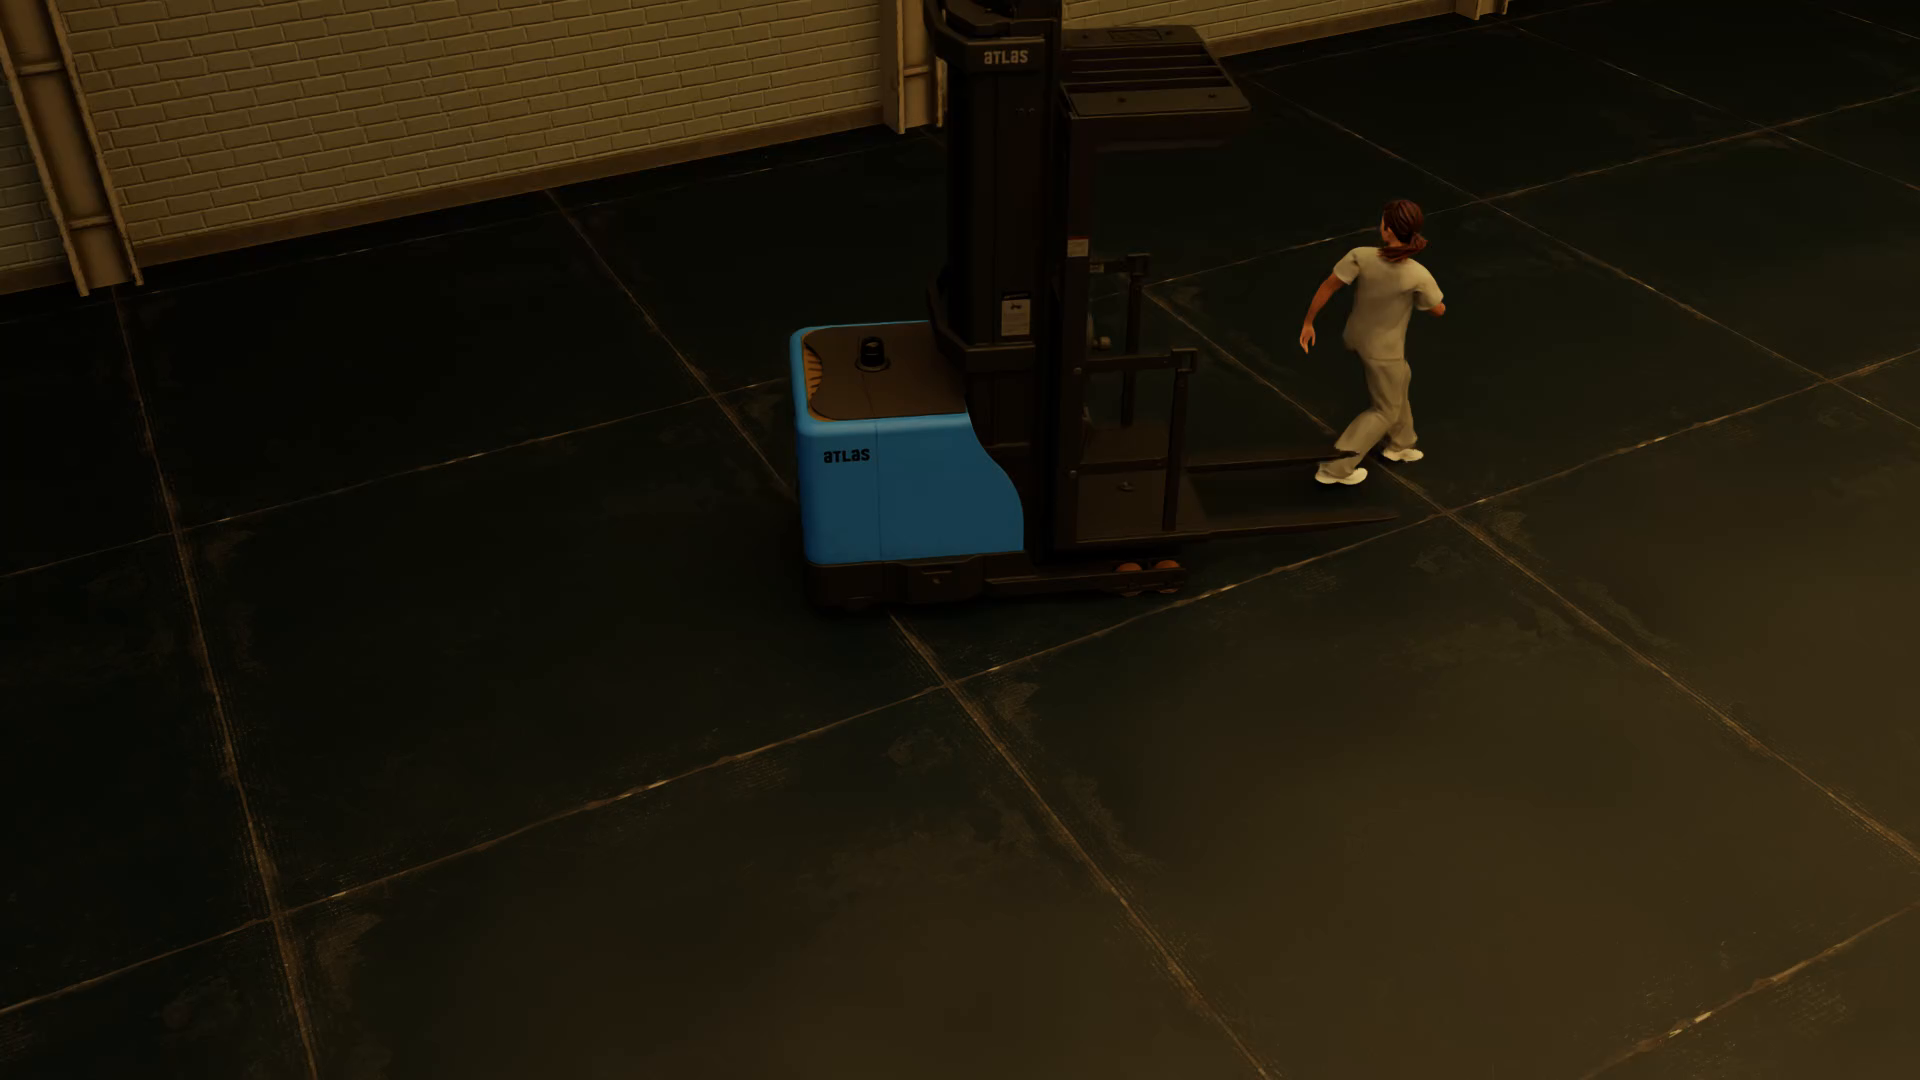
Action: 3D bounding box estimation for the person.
[{"bbox_3d":[2.235,-1.023,8.744,0.848,1.649,0.482,-18,39,-23],"label":"person"}]

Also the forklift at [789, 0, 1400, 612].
[{"bbox_3d":[0.692,-1.217,7.844,3.031,2.935,1.130,-4,35,-6],"label":"forklift"}]
